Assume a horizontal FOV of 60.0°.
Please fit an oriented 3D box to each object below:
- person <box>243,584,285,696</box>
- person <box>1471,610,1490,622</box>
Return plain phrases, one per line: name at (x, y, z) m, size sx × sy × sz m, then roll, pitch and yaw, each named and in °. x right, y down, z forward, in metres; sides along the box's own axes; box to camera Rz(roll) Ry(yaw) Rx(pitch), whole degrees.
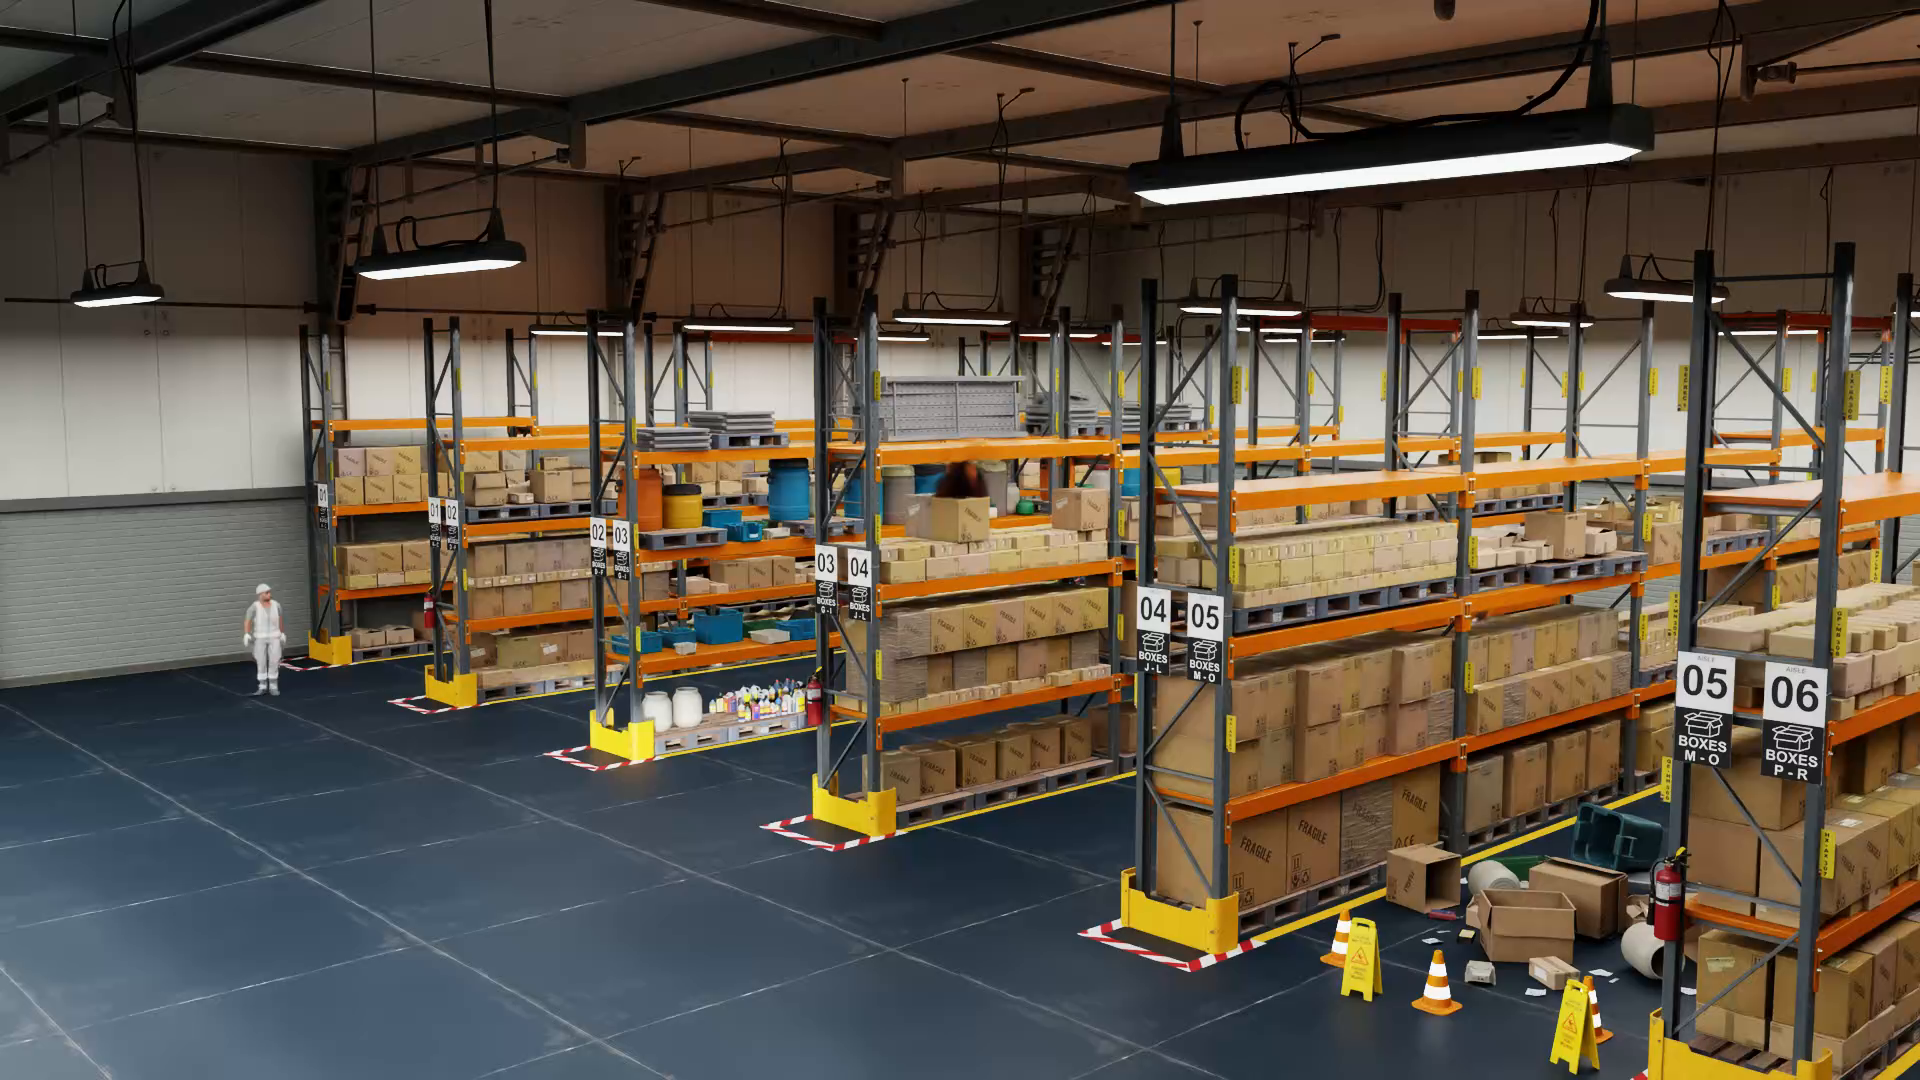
person at (-11.078, 1.609, 26.491) m, size 0.664 × 1.820 × 0.618 m, roll -3°, pitch 7°, yaw -28°
person at (7.777, 1.765, 24.908) m, size 0.597 × 1.718 × 0.958 m, roll 5°, pitch 8°, yaw 43°
